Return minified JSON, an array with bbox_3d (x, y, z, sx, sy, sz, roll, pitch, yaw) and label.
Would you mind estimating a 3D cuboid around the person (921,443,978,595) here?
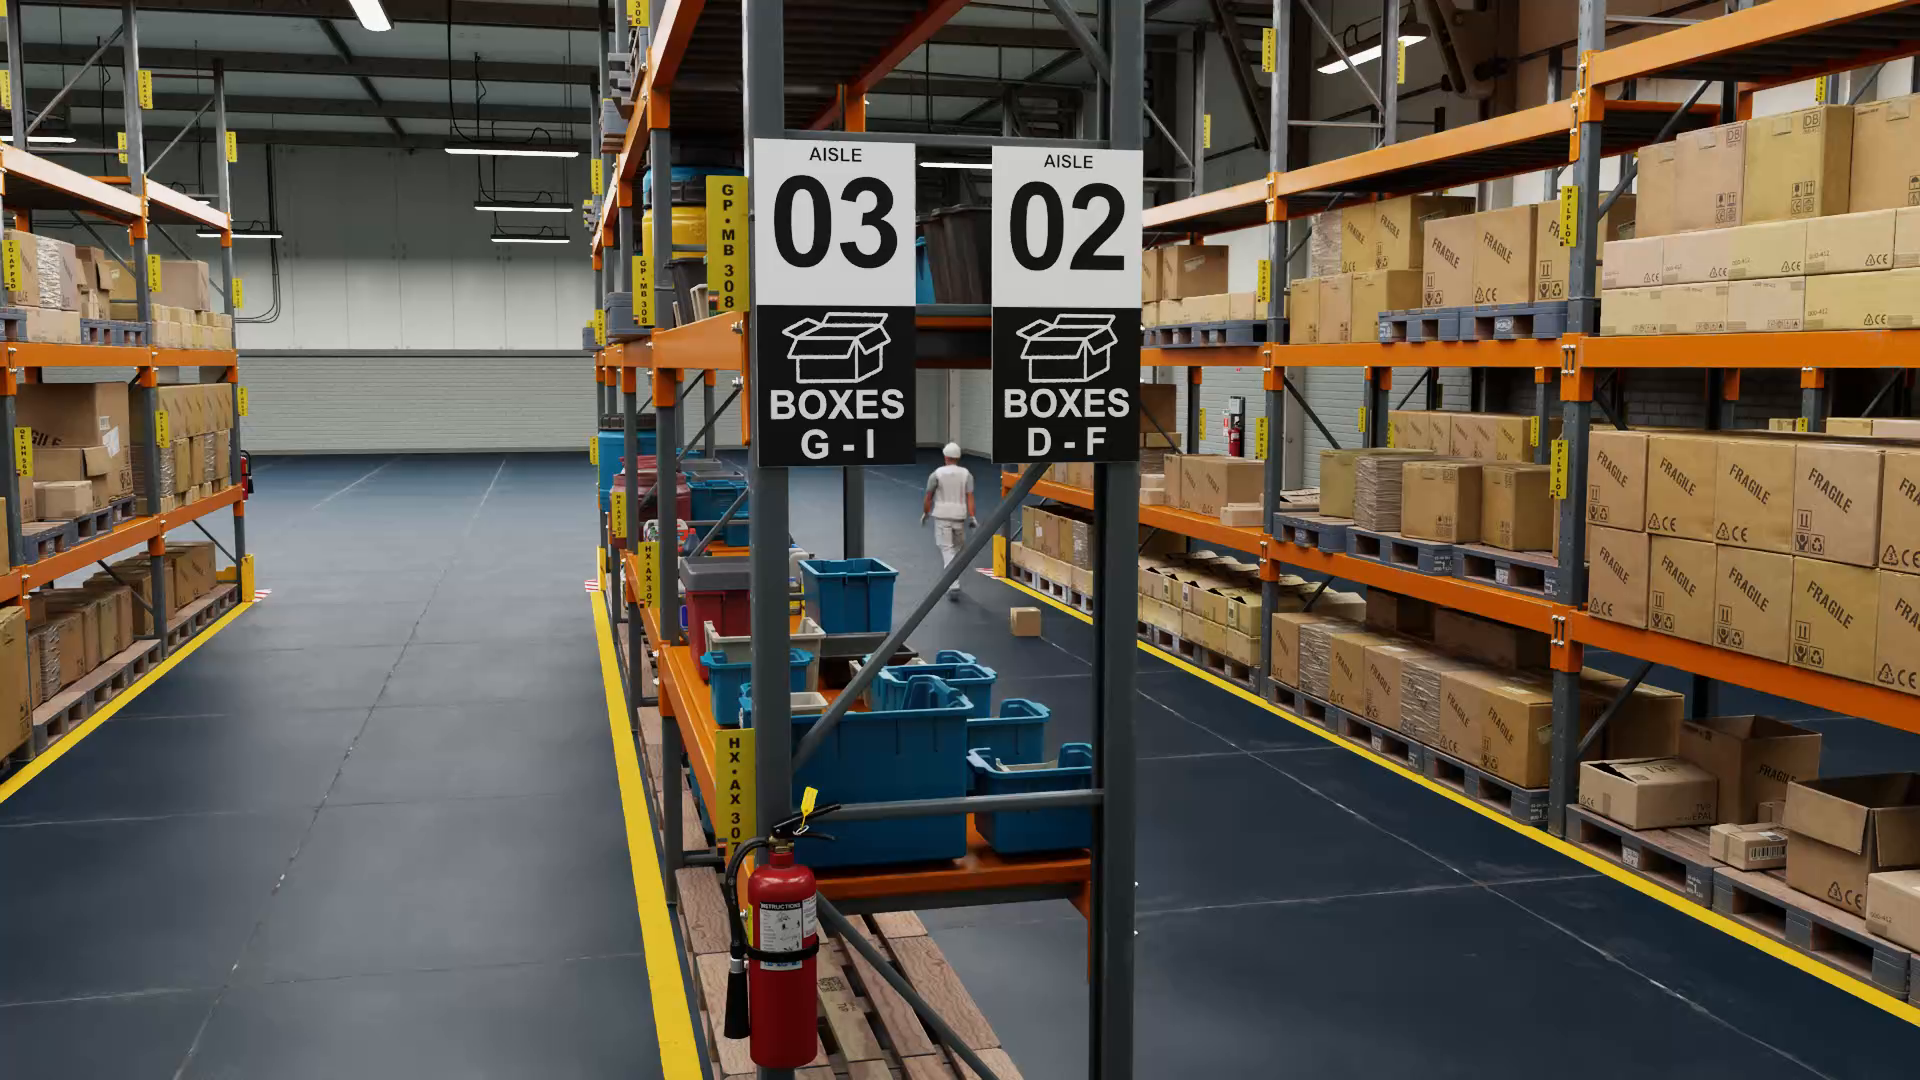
[{"bbox_3d":[-0.140,-0.263,19.173,0.587,1.734,1.020,-2,6,-15],"label":"person"}]
